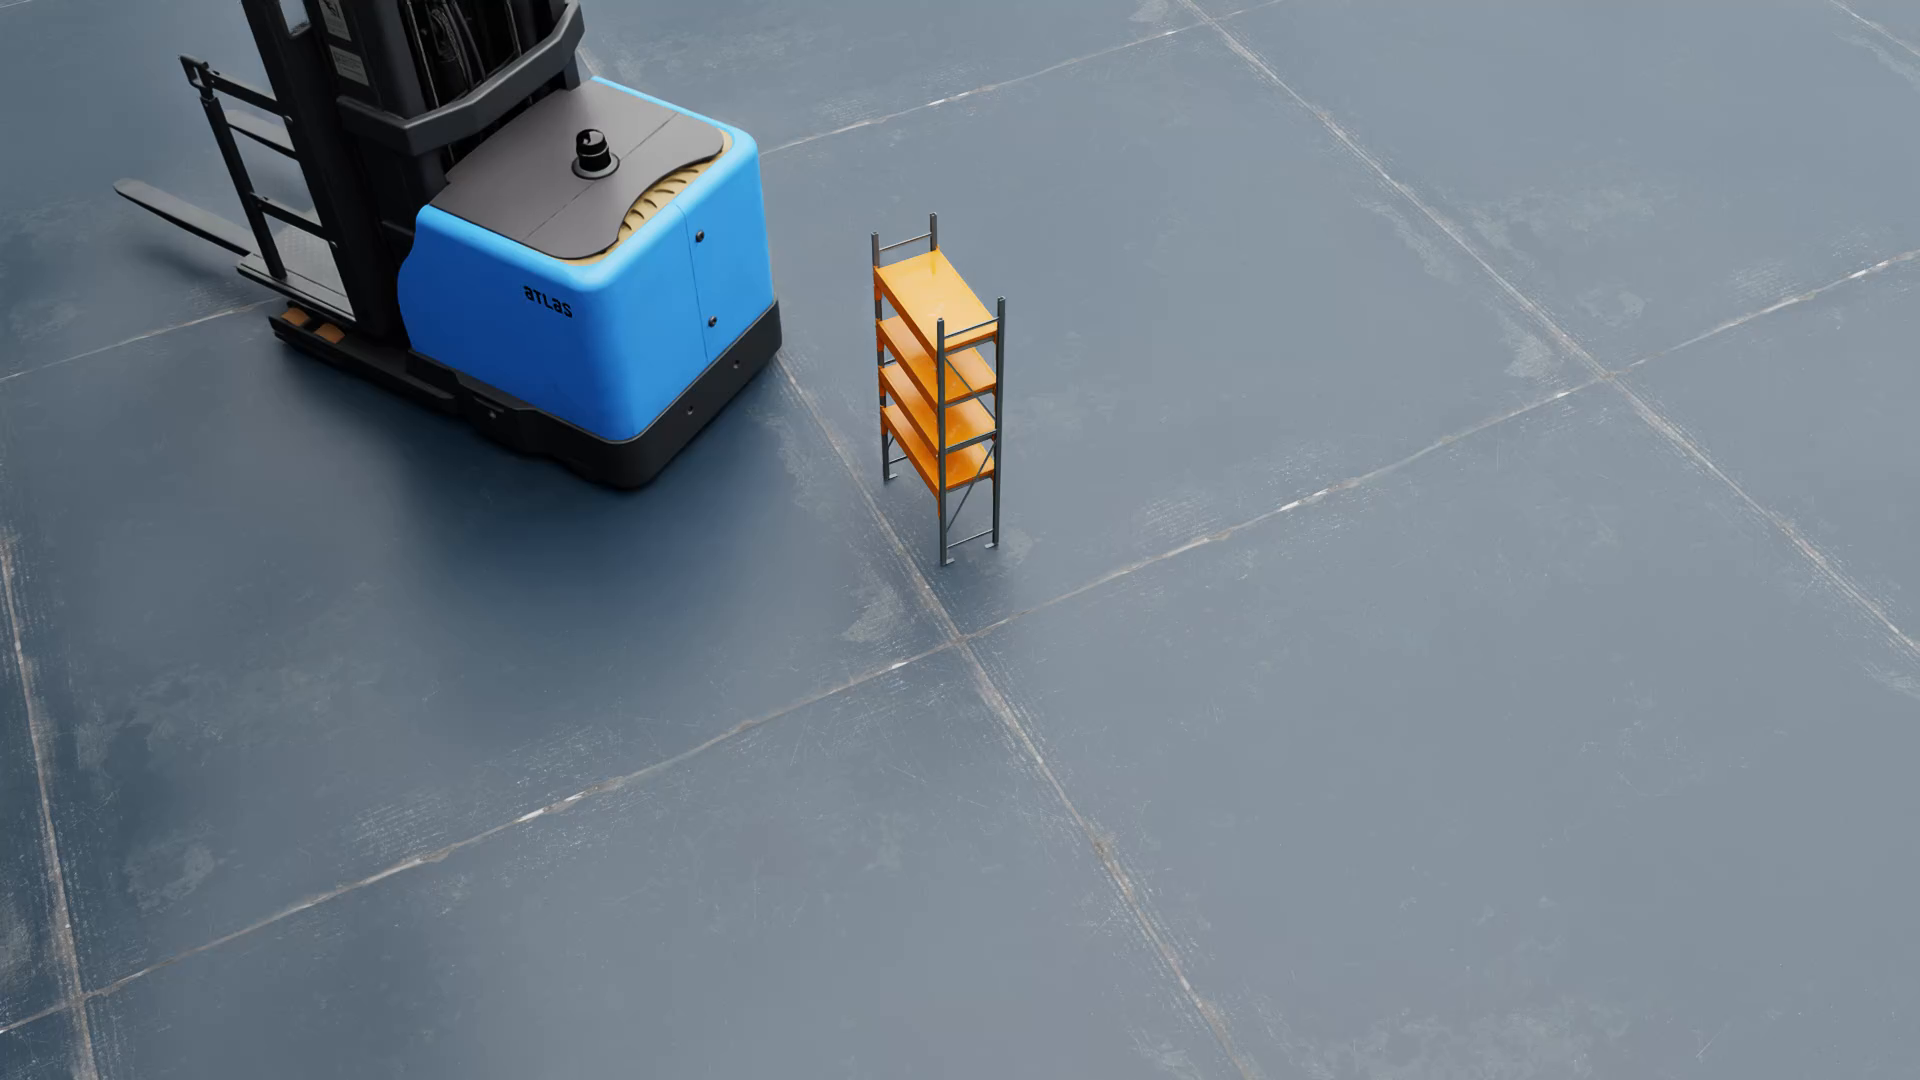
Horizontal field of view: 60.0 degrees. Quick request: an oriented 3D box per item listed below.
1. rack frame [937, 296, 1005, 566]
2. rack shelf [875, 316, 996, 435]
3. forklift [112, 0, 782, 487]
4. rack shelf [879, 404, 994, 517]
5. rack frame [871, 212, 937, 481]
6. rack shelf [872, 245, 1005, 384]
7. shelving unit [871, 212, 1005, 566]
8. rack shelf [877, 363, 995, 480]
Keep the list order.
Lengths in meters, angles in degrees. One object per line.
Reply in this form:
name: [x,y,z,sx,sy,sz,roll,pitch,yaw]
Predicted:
rack frame: [0.036,-0.342,5.752,0.240,1.200,0.015,-21,52,-18]
rack shelf: [-0.076,-0.609,5.778,0.258,0.148,0.480,-21,52,-18]
forklift: [-2.263,-2.010,6.061,3.031,2.935,1.130,24,53,20]
rack shelf: [-0.076,-0.331,6.095,0.258,0.148,0.480,-21,52,-18]
rack frame: [-0.187,-0.669,6.038,0.240,1.200,0.015,-21,52,-18]
rack shelf: [-0.076,-0.765,5.599,0.258,0.148,0.480,-21,52,-18]
shelving unit: [-0.076,-0.506,5.895,0.258,1.200,0.503,-21,52,-18]
rack shelf: [-0.076,-0.462,5.946,0.258,0.148,0.480,-21,52,-18]
